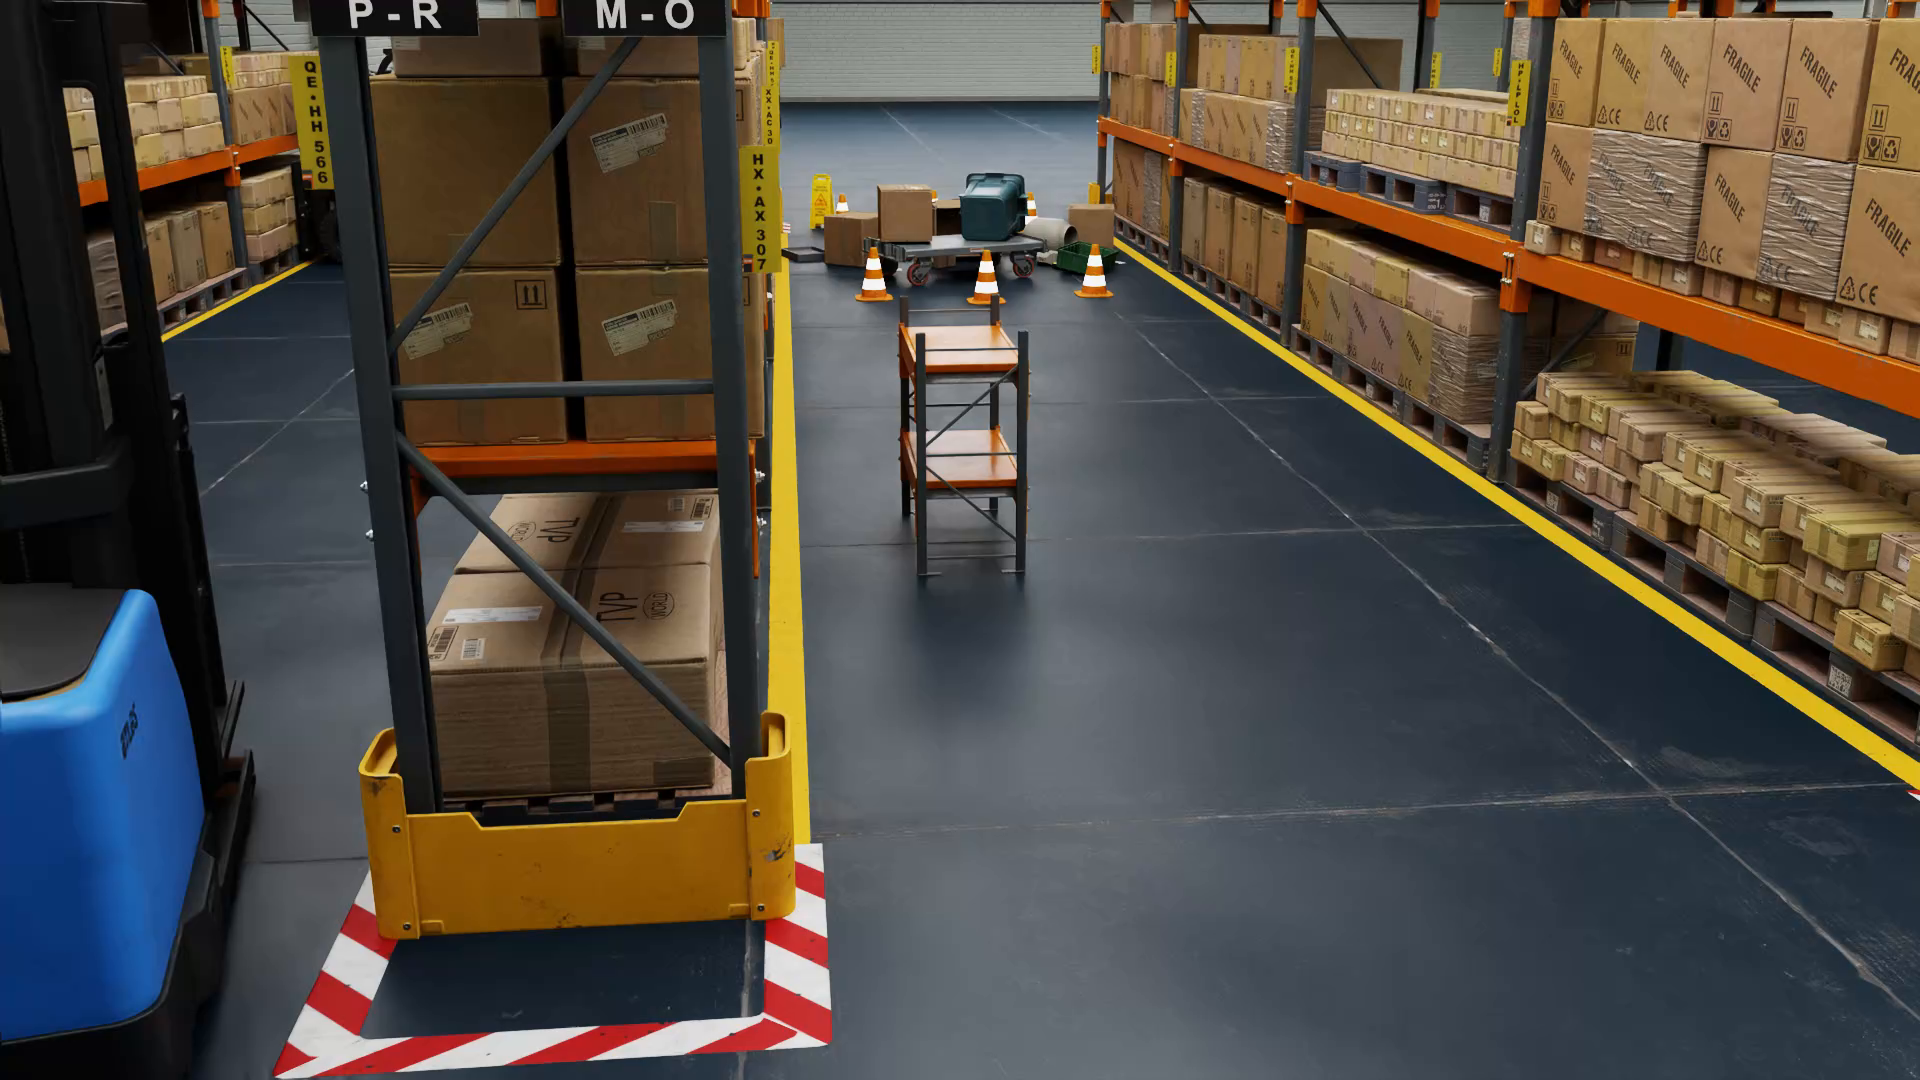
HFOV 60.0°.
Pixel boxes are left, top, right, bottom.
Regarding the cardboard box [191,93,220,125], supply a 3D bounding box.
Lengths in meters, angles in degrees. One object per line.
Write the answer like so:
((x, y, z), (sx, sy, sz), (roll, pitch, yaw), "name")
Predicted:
((-6.941, -3.842, 14.821), (0.500, 0.250, 0.500), (-2, 18, -7), "cardboard box")

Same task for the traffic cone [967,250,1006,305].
((0.236, -2.375, 14.971), (0.336, 0.463, 0.334), (-2, 18, -6), "traffic cone")

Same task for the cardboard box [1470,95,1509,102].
((3.624, -2.887, 11.090), (0.380, 0.149, 0.250), (-2, 18, -6), "cardboard box")

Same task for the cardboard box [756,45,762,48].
((-1.372, -2.549, 9.452), (0.500, 0.500, 0.500), (-2, 18, -7), "cardboard box")

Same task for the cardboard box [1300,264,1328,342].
((2.836, -1.748, 12.209), (0.500, 0.500, 0.500), (-3, 18, -8), "cardboard box")

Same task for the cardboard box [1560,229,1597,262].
((3.234, -1.478, 8.296), (0.380, 0.149, 0.250), (-1, 17, -4), "cardboard box")

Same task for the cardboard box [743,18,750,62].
((-0.950, -1.804, 5.997), (0.380, 0.149, 0.250), (-2, 18, -7), "cardboard box")

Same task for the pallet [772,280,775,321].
((-2.098, -2.041, 14.325), (1.003, 0.211, 1.213), (-2, 18, -6), "pallet")

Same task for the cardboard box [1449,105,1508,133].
((3.113, -2.480, 9.794), (0.380, 0.149, 0.250), (-2, 18, -6), "cardboard box")

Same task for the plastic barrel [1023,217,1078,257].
((0.962, -3.212, 17.701), (0.512, 0.421, 0.421), (11, 21, 32), "plastic barrel")

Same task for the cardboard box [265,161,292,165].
((-7.180, -3.941, 17.942), (0.500, 0.250, 0.500), (-2, 17, -5), "cardboard box")

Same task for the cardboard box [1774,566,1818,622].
((3.473, 0.206, 6.571), (0.380, 0.149, 0.250), (-2, 18, -5), "cardboard box")

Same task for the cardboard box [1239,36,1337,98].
((2.819, -4.073, 14.307), (0.700, 0.500, 0.500), (-2, 18, -6), "cardboard box")

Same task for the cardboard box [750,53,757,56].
((-1.116, -1.825, 7.147), (0.500, 0.500, 0.500), (-2, 18, -6), "cardboard box")

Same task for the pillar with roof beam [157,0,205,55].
((-4.201, -7.765, 17.886), (9.100, 9.000, 0.400), (-2, 18, -6), "pillar with roof beam")

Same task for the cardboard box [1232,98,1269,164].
((2.602, -3.430, 13.928), (0.500, 0.500, 0.500), (-2, 18, -7), "cardboard box")

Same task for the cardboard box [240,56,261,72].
((-7.060, -4.647, 16.224), (0.380, 0.149, 0.250), (-1, 17, -4), "cardboard box")

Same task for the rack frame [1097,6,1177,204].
((2.192, -5.342, 20.186), (1.000, 3.000, 0.127), (-2, 18, -6), "rack frame")

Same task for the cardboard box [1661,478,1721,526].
((3.318, -0.173, 7.281), (0.380, 0.149, 0.250), (-2, 18, -5), "cardboard box")

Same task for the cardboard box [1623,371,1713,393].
((3.725, -0.793, 8.761), (0.380, 0.149, 0.250), (-1, 17, -4), "cardboard box")

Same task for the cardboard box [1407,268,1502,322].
((3.061, -1.500, 10.168), (0.500, 0.250, 0.500), (-1, 17, -3), "cardboard box")

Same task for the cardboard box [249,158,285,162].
((-7.742, -4.072, 18.361), (0.500, 0.250, 0.500), (-2, 18, -6), "cardboard box")

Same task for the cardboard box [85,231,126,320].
((-6.959, -2.069, 13.024), (0.875, 0.625, 0.625), (-1, 17, -4), "cardboard box")

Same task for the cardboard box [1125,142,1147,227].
((2.420, -4.067, 18.969), (0.875, 0.875, 0.875), (-2, 18, -7), "cardboard box")

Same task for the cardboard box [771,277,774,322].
((-1.945, -1.891, 12.878), (0.950, 0.372, 0.625), (-3, 18, -9), "cardboard box")

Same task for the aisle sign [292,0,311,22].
((-7.373, -6.274, 18.812), (0.394, 0.787, 0.004), (-2, 18, -6), "aisle sign")

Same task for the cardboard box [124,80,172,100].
((-6.848, -3.770, 13.928), (0.380, 0.149, 0.250), (-2, 18, -7), "cardboard box")

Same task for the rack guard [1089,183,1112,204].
((2.189, -4.157, 20.583), (1.175, 0.500, 0.348), (-2, 18, -6), "rack guard")

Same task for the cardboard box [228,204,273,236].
((-6.989, -3.094, 16.078), (0.500, 0.250, 0.500), (-2, 18, -6), "cardboard box")

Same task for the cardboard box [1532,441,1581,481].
((3.175, -0.409, 8.532), (0.380, 0.149, 0.250), (-1, 17, -4), "cardboard box")

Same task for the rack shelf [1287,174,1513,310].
((3.223, -2.020, 10.803), (1.077, 0.370, 4.000), (-2, 18, -6), "rack shelf")

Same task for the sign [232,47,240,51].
((-8.211, -5.440, 18.920), (0.100, 0.325, 0.005), (-2, 18, -6), "sign")

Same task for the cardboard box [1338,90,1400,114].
((2.902, -3.099, 11.767), (0.380, 0.149, 0.250), (-2, 18, -7), "cardboard box")

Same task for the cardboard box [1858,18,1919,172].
((3.495, -1.522, 5.683), (0.500, 0.500, 0.500), (-2, 18, -8), "cardboard box")

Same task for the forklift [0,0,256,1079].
((-2.751, -0.413, 4.599), (1.130, 2.935, 3.031), (-6, 18, -17), "forklift")

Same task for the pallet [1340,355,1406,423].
((3.219, -1.033, 11.114), (1.003, 0.211, 1.213), (-2, 18, -6), "pallet")

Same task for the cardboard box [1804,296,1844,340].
((3.451, -0.848, 6.290), (0.380, 0.149, 0.250), (-3, 18, -8), "cardboard box")

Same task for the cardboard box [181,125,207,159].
((-6.876, -3.450, 14.408), (0.500, 0.250, 0.500), (-2, 18, -6), "cardboard box")

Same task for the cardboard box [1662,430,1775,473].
((3.408, -0.390, 7.478), (0.380, 0.149, 0.250), (-3, 18, -8), "cardboard box")

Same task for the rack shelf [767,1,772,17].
((-2.515, -5.651, 17.363), (1.077, 0.370, 4.000), (-2, 18, -6), "rack shelf")

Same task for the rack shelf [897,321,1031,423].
((0.001, -0.814, 7.915), (0.538, 0.278, 1.000), (-2, 18, -6), "rack shelf")

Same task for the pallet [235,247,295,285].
((-7.286, -2.721, 16.491), (1.003, 0.211, 1.213), (-2, 18, -6), "pallet")

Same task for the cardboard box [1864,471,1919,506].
((3.952, -0.178, 6.800), (0.380, 0.149, 0.250), (-1, 17, -3), "cardboard box")

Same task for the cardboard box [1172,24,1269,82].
((2.601, -4.848, 16.559), (0.875, 0.550, 0.550), (-2, 18, -6), "cardboard box")

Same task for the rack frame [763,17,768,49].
((-2.309, -3.967, 15.807), (1.000, 3.000, 0.127), (-2, 18, -6), "rack frame")

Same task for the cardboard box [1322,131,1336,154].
((2.862, -2.900, 12.124), (0.380, 0.149, 0.250), (-2, 18, -6), "cardboard box")

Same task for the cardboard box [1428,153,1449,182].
((3.081, -2.269, 10.114), (0.380, 0.149, 0.250), (-3, 18, -8), "cardboard box")

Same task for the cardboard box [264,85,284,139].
((-7.155, -4.306, 16.719), (0.500, 0.500, 0.500), (-2, 18, -6), "cardboard box")

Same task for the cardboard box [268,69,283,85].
((-7.157, -4.735, 17.000), (0.380, 0.149, 0.250), (-2, 18, -7), "cardboard box")

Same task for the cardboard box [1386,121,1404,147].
((3.001, -2.647, 10.823), (0.380, 0.149, 0.250), (-2, 18, -6), "cardboard box")

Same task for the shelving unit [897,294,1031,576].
((0.001, -0.535, 8.002), (0.538, 1.125, 1.048), (-2, 18, -6), "shelving unit")

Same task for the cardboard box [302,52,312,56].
((-7.301, -5.254, 18.158), (0.380, 0.149, 0.250), (-1, 17, -4), "cardboard box")

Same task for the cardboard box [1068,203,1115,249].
((1.423, -3.390, 18.136), (0.500, 0.500, 0.500), (1, 17, 4), "cardboard box")
